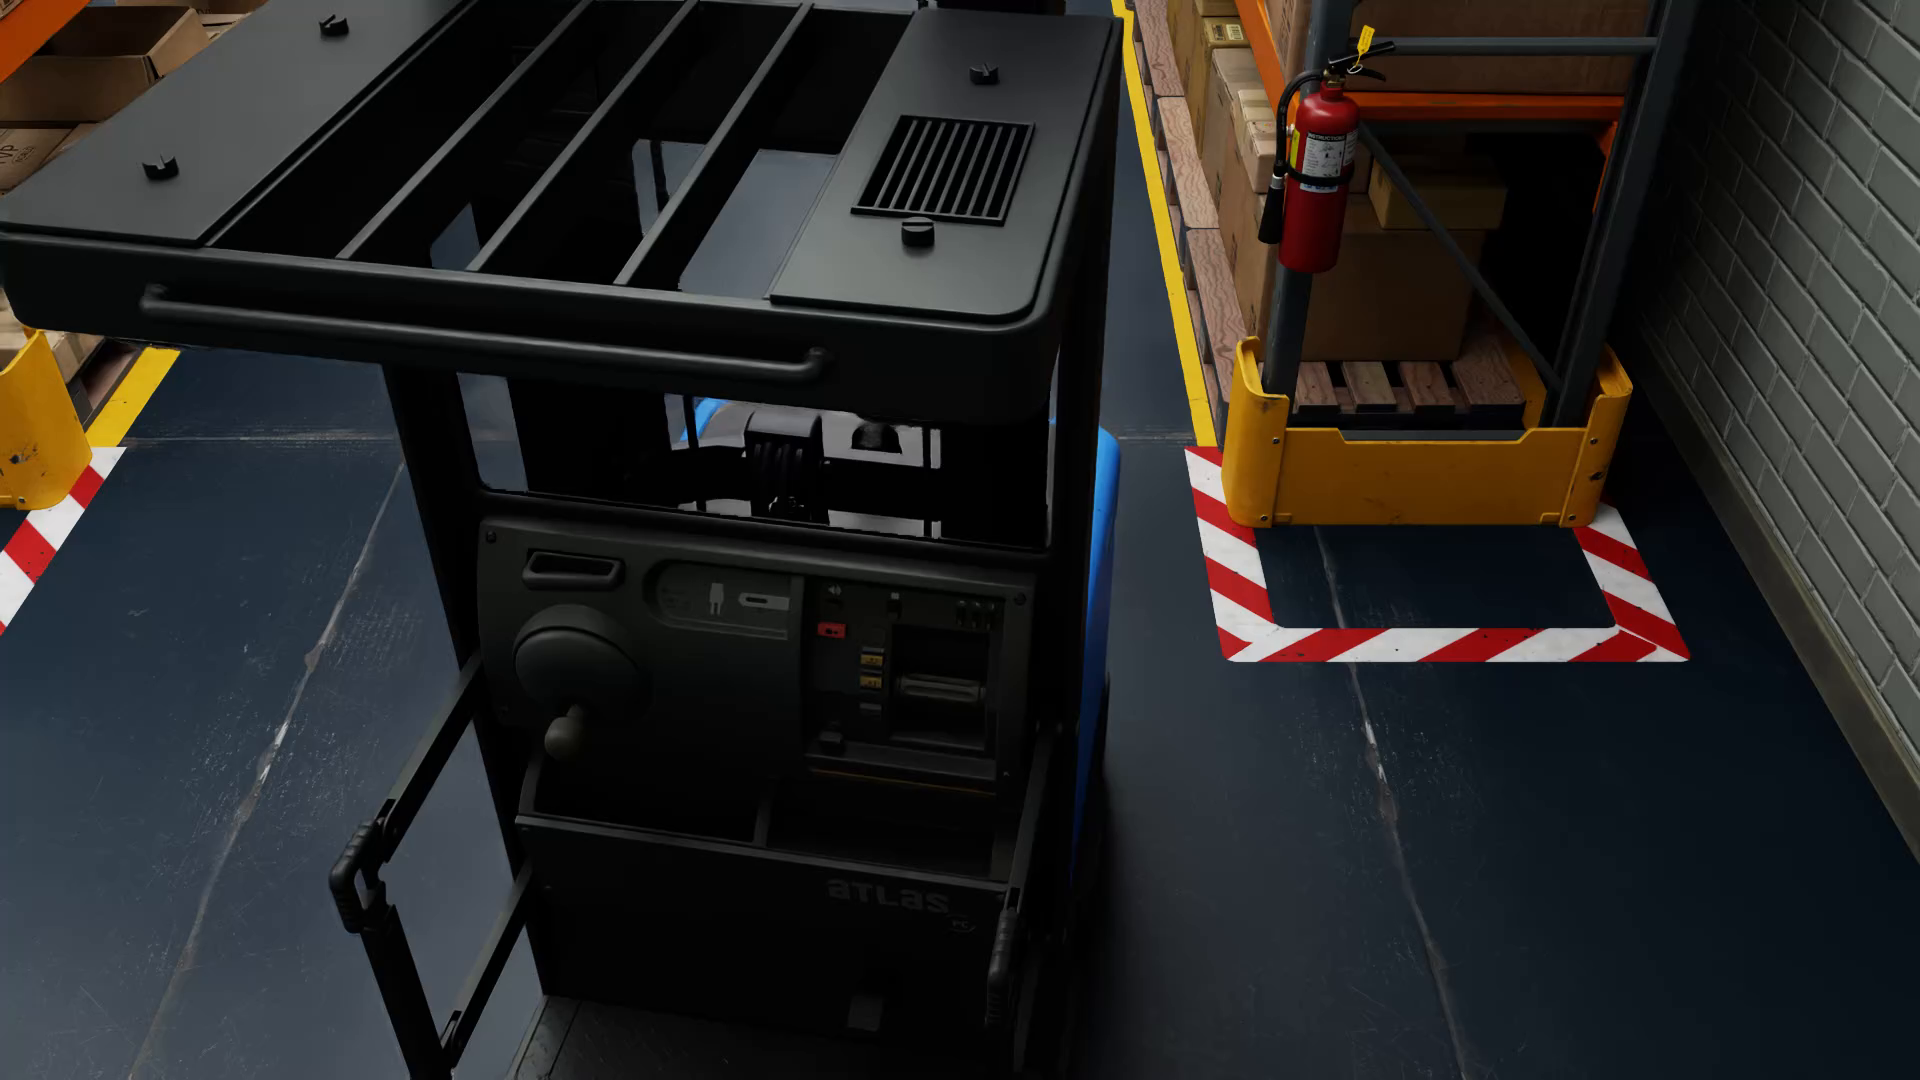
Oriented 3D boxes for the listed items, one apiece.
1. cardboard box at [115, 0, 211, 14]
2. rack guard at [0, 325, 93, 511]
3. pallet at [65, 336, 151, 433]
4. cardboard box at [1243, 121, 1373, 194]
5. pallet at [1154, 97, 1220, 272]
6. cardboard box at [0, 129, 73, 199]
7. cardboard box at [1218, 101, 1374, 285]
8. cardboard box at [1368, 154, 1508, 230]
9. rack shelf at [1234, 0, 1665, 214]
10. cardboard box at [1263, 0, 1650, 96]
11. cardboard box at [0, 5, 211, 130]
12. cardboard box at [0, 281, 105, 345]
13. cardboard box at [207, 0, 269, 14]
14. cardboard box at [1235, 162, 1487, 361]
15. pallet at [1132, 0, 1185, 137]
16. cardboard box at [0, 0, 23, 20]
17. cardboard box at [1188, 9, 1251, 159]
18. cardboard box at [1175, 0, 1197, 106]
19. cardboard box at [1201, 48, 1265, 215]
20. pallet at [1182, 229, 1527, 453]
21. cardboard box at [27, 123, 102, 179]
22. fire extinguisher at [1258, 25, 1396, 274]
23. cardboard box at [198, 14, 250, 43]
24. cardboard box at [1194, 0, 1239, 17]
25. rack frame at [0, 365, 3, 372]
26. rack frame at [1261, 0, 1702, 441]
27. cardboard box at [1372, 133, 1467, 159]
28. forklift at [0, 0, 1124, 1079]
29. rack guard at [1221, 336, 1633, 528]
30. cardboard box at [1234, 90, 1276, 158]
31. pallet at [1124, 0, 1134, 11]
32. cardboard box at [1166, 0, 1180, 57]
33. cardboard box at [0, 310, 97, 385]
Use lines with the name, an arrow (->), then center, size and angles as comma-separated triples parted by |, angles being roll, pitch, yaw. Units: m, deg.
cardboard box -> -3.723, -2.688, 8.003 | 0.500, 0.311, 0.500 | 0, 39, 0
rack guard -> -3.503, -0.398, 5.347 | 1.175, 0.500, 0.348 | 0, 39, 0
pallet -> -3.505, -0.784, 6.060 | 1.003, 0.211, 1.213 | 0, 39, 0
cardboard box -> 1.168, -1.292, 5.607 | 0.380, 0.149, 0.250 | 0, 39, -1
pallet -> 1.373, -1.505, 6.959 | 1.003, 0.211, 1.213 | 0, 39, 0
cardboard box -> -3.721, -1.359, 6.394 | 0.500, 0.250, 0.500 | 0, 39, 0
cardboard box -> 1.350, -1.271, 6.101 | 0.700, 0.500, 0.500 | 0, 39, 0
cardboard box -> 1.550, -1.133, 5.410 | 0.380, 0.149, 0.250 | 0, 39, 0
rack shelf -> 1.449, -2.302, 6.299 | 1.077, 0.370, 4.000 | 0, 39, 0
cardboard box -> 1.440, -1.768, 4.818 | 0.980, 0.700, 0.700 | 2, 39, 2
cardboard box -> -3.500, -1.850, 6.805 | 0.797, 0.503, 0.637 | 0, 39, 0
cardboard box -> -3.160, -0.811, 5.777 | 0.380, 0.166, 0.250 | 0, 39, 0
cardboard box -> -3.223, -2.668, 7.828 | 0.500, 0.500, 0.500 | 0, 39, 0
cardboard box -> 1.350, -0.958, 5.710 | 0.700, 0.500, 0.500 | 0, 39, 0
pallet -> 1.369, -2.270, 7.914 | 1.003, 0.211, 1.213 | 0, 39, 0
cardboard box -> -3.245, -1.966, 5.224 | 0.500, 0.500, 0.500 | 0, 39, 0
cardboard box -> 1.340, -1.919, 6.909 | 0.700, 0.500, 0.500 | 1, 39, 1
cardboard box -> 1.342, -2.240, 7.310 | 0.700, 0.500, 0.500 | 0, 39, -1
cardboard box -> 1.348, -1.586, 6.493 | 0.700, 0.500, 0.500 | -1, 39, -2
pallet -> 1.372, -0.744, 6.010 | 1.003, 0.211, 1.213 | 0, 39, 0
cardboard box -> -3.221, -1.391, 6.434 | 0.500, 0.250, 0.500 | 0, 39, 0
fire extinguisher -> 0.990, -1.062, 4.536 | 0.296, 0.674, 0.183 | 0, 39, 0
cardboard box -> -3.222, -2.125, 7.301 | 0.500, 0.311, 0.500 | 0, 39, 0
cardboard box -> 1.163, -2.267, 6.824 | 0.380, 0.149, 0.250 | -1, 39, -1
rack frame -> -3.503, -1.326, 4.506 | 1.000, 3.000, 0.127 | 0, 39, 0
rack frame -> 1.451, -1.332, 4.514 | 1.000, 3.000, 0.127 | 0, 39, 0
cardboard box -> 1.549, -1.450, 5.805 | 0.380, 0.149, 0.250 | 0, 39, 0
forklift -> -0.380, 0.272, 2.567 | 1.130, 2.935, 3.031 | 6, 39, 8
rack guard -> 1.451, -0.342, 5.277 | 1.175, 0.500, 0.348 | 0, 39, 0
cardboard box -> 1.167, -1.451, 5.807 | 0.380, 0.149, 0.250 | 1, 39, 1
pallet -> 1.370, -3.228, 9.109 | 1.003, 0.211, 1.213 | 0, 39, 0
cardboard box -> 1.345, -2.554, 7.702 | 0.700, 0.500, 0.500 | 0, 39, 1
cardboard box -> -3.159, -0.648, 5.587 | 0.380, 0.149, 0.250 | 0, 39, 0
